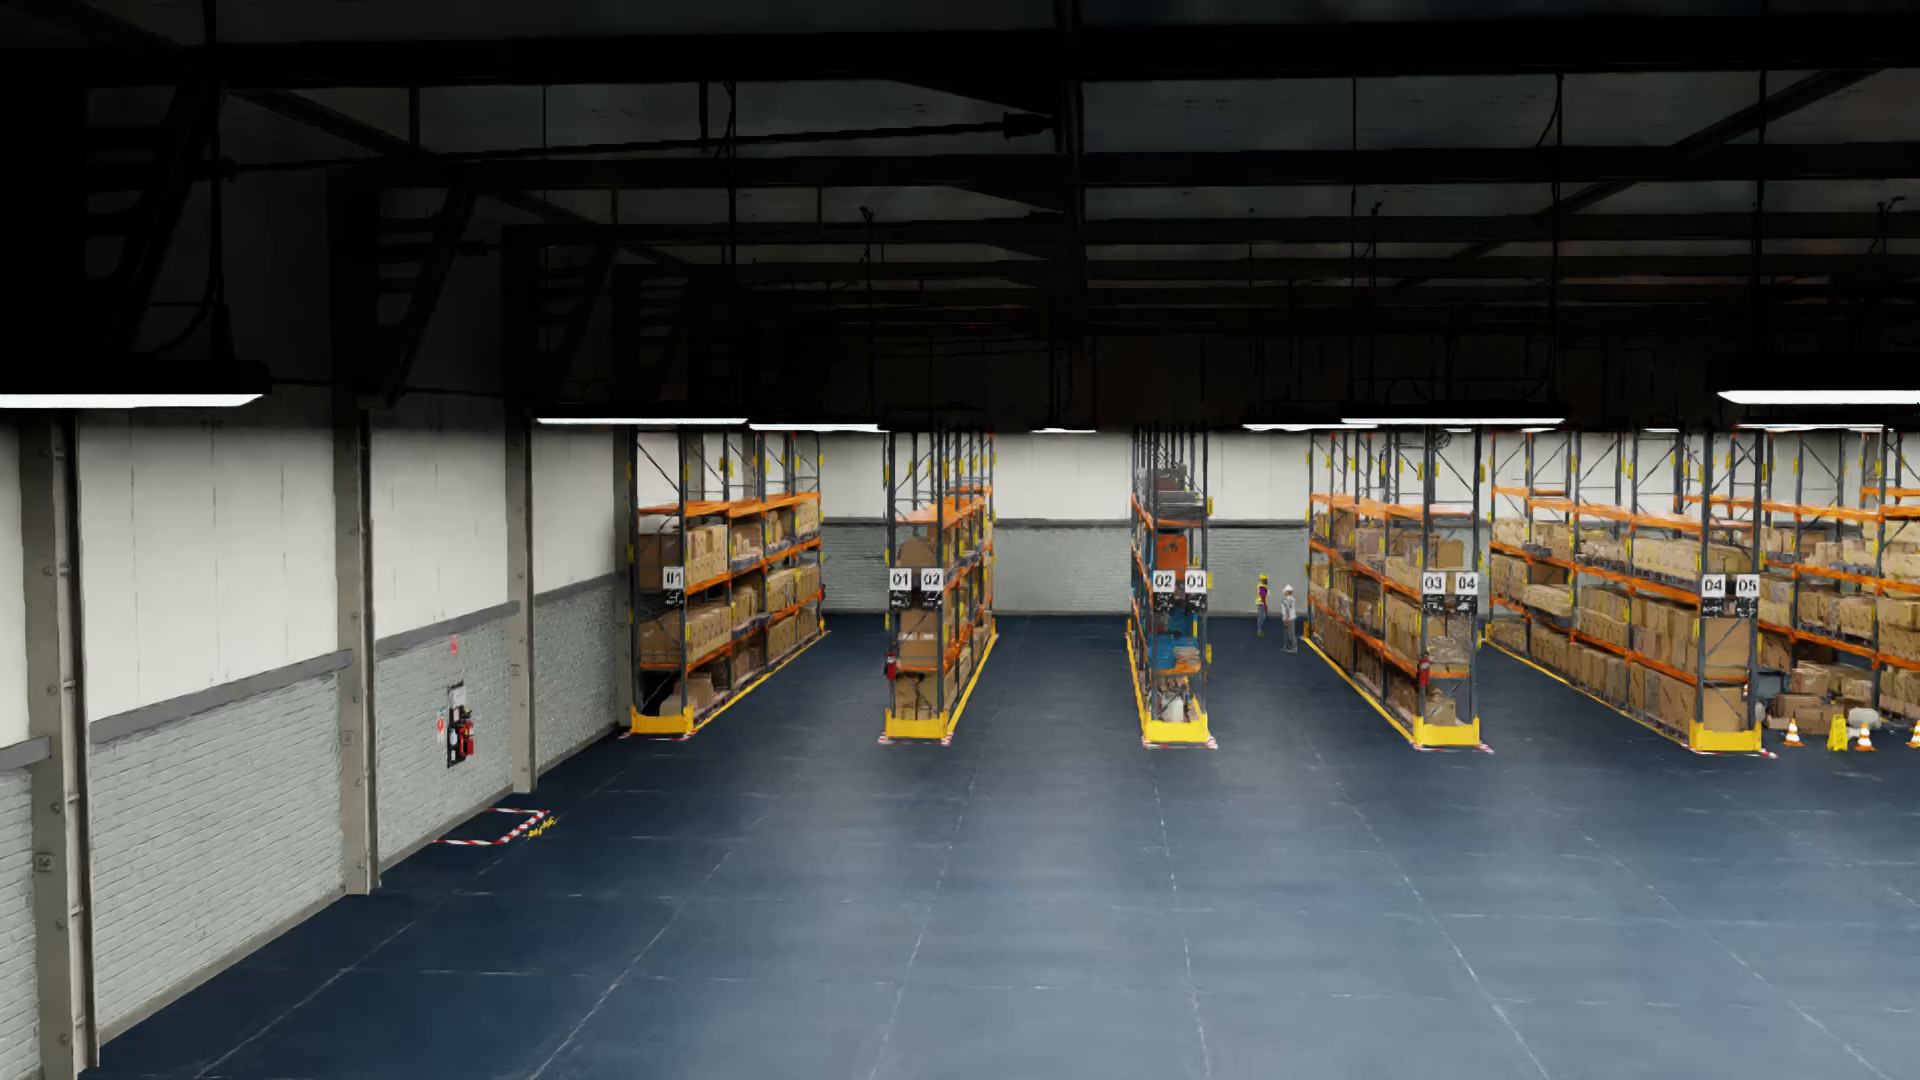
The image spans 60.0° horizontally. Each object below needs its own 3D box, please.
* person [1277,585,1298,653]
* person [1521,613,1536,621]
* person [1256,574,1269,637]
[{"bbox_3d":[8.605,2.064,43.632,0.576,1.769,0.657,1,4,17],"label":"person"},{"bbox_3d":[16.147,1.859,47.211,0.509,1.759,0.598,-1,4,-9],"label":"person"},{"bbox_3d":[8.571,1.842,47.042,0.385,1.771,0.697,0,4,1],"label":"person"}]
